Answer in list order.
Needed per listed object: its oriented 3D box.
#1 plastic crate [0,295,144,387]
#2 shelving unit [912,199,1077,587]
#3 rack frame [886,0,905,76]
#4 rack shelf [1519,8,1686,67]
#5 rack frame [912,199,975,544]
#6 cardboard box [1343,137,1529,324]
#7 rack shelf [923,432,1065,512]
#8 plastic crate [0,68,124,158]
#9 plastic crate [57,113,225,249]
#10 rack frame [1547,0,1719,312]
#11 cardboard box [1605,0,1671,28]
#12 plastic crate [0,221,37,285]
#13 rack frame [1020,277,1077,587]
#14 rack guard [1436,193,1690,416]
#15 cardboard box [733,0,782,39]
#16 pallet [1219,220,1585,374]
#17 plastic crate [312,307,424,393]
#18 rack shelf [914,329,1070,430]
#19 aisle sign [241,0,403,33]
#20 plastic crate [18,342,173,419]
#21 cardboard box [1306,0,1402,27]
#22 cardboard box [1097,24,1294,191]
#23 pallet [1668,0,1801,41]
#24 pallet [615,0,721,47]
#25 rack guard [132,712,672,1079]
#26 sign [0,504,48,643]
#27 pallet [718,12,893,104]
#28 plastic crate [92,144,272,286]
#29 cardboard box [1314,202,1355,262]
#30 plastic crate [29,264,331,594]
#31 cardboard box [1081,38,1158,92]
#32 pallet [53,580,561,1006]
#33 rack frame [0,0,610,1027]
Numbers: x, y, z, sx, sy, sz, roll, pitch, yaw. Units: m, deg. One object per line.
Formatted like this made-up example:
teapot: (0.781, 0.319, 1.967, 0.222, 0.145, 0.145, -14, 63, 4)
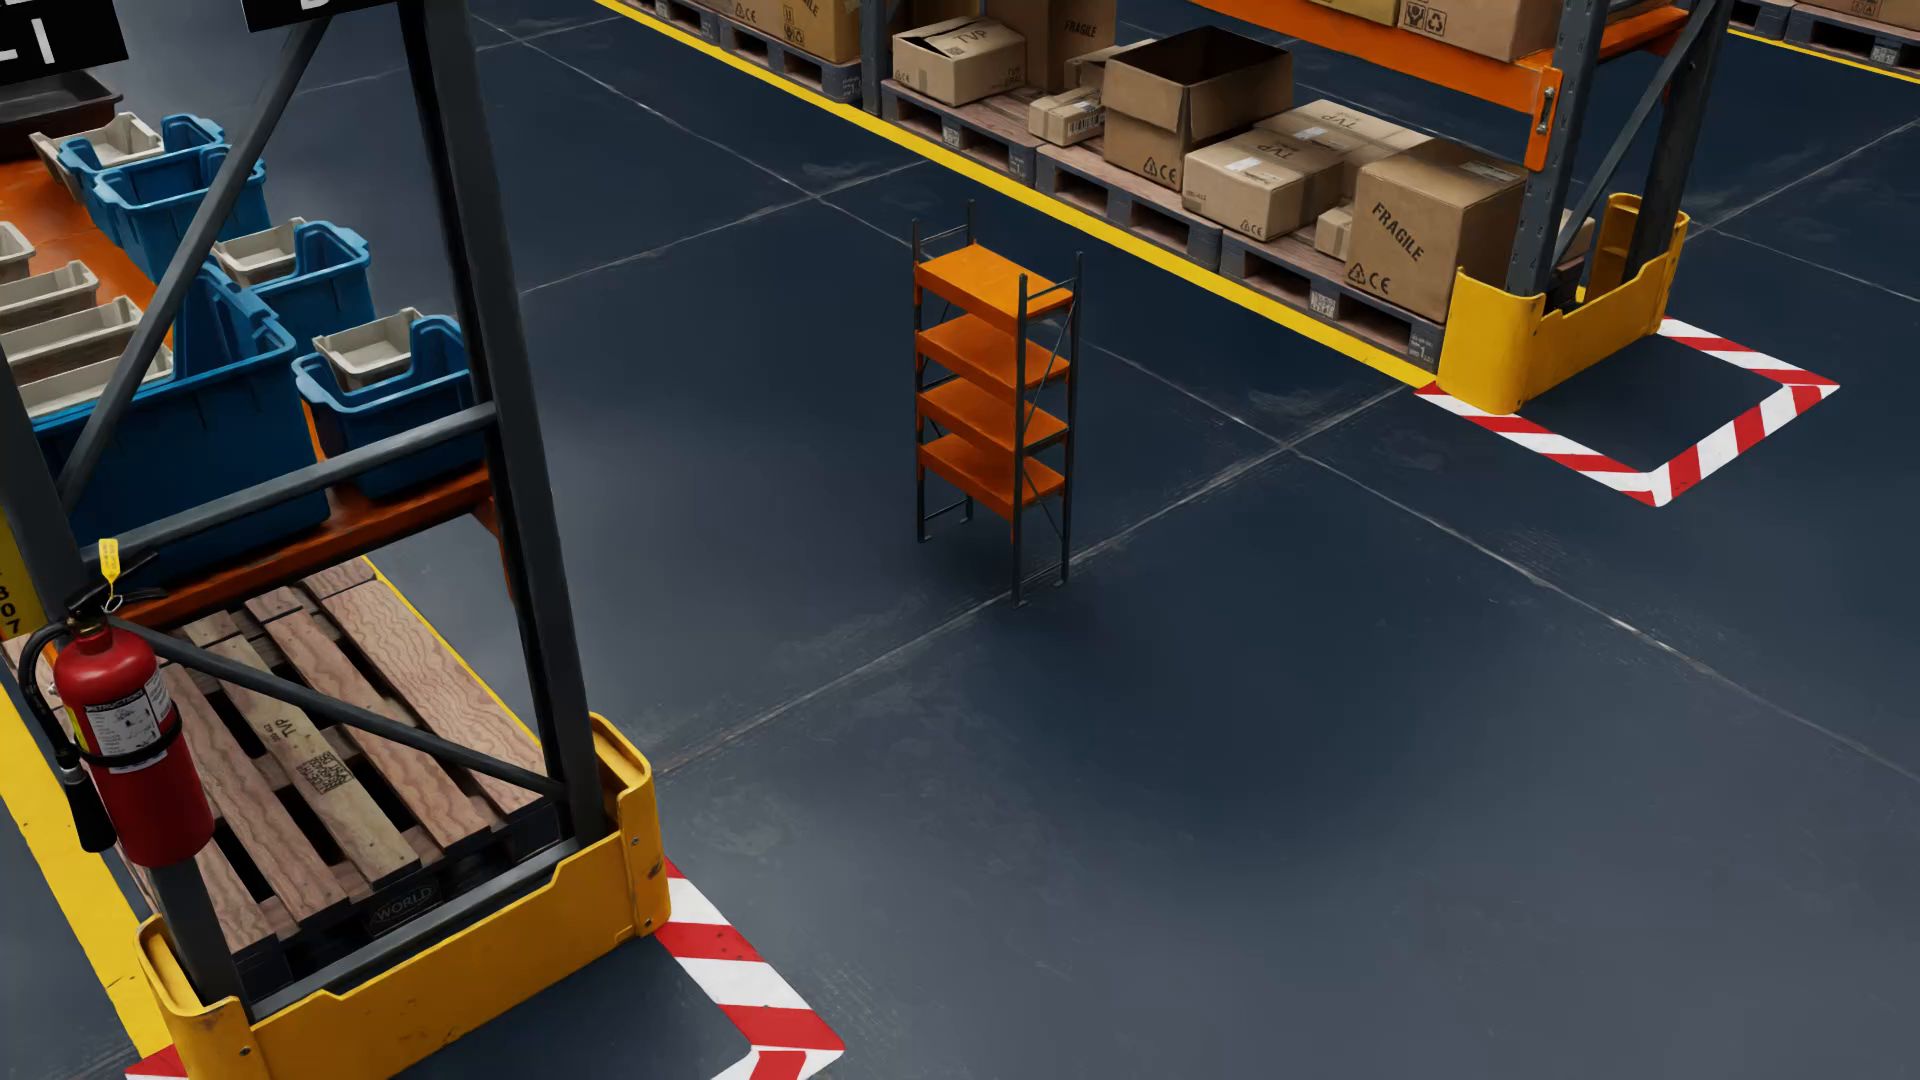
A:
plastic crate: (-2.154, -0.447, 3.962, 0.396, 0.136, 0.243, -26, 43, -32)
shelving unit: (0.105, -0.418, 5.301, 0.258, 1.200, 0.499, -26, 43, -32)
rack frame: (-0.106, -3.717, 8.403, 0.949, 2.616, 0.053, -26, 43, -32)
rack shelf: (1.182, -2.648, 7.285, 0.919, 0.052, 3.809, -26, 43, -32)
rack frame: (-0.051, -0.524, 5.452, 0.240, 1.200, 0.015, -26, 43, -32)
cardboard box: (1.933, -1.257, 6.712, 0.500, 0.500, 0.500, -26, 43, -32)
rack shelf: (0.107, -0.232, 5.431, 0.221, 0.050, 0.457, -26, 43, -32)
plastic crate: (-2.968, -1.388, 5.301, 0.437, 0.125, 0.590, -26, 43, -32)
plastic crate: (-2.265, -1.006, 4.668, 0.416, 0.233, 0.300, -26, 43, -32)
rack frame: (2.475, -1.951, 5.910, 0.949, 2.616, 0.053, -26, 43, -32)
cardboard box: (2.388, -2.285, 6.294, 0.500, 0.500, 0.500, -25, 42, -31)
plastic crate: (-2.558, -0.684, 4.297, 0.298, 0.136, 0.250, -26, 43, -32)
rack frame: (0.264, -0.309, 5.147, 0.228, 1.046, 0.006, -26, 43, -32)
rack guard: (2.423, -0.963, 6.678, 1.175, 0.500, 0.348, -26, 43, -32)
cardboard box: (-0.959, -3.208, 9.466, 0.500, 0.500, 0.500, -26, 43, -32)
pallet: (-25.776, -11.246, 13.843, 28.867, 8.999, 54.027, -26, 43, -32)
plastic crate: (-1.365, -0.425, 3.931, 0.250, 0.136, 0.298, -26, 43, -32)
rack shelf: (0.107, -0.544, 5.210, 0.258, 0.148, 0.480, -26, 43, -32)
aisle sign: (-1.040, -1.244, 2.662, 0.394, 0.787, 0.004, -26, 43, -32)
plastic crate: (-1.978, -0.313, 3.773, 0.396, 0.136, 0.243, -26, 43, -32)
cardboard box: (1.638, -2.315, 6.336, 0.500, 0.500, 0.500, -26, 43, -31)
cardboard box: (1.108, -2.049, 7.827, 0.797, 0.503, 0.637, -26, 43, -32)
pallet: (4.895, -3.523, 10.542, 1.003, 0.211, 1.213, -26, 43, -32)
pallet: (-1.454, -3.462, 10.455, 1.003, 0.211, 1.213, -26, 43, -32)
rack guard: (-1.288, 0.922, 4.016, 1.175, 0.500, 0.348, -26, 43, -32)
sign: (-1.724, 0.042, 2.955, 0.100, 0.325, 0.005, -26, 43, -32)
pallet: (-0.663, -2.923, 9.694, 1.003, 0.211, 1.213, -26, 43, -32)
plastic crate: (-2.071, -0.873, 4.481, 0.416, 0.233, 0.300, -26, 43, -32)
cardboard box: (1.741, -1.334, 7.109, 0.380, 0.166, 0.250, -26, 43, -32)
plastic crate: (-1.673, -0.221, 3.384, 0.616, 0.435, 0.499, -26, 43, -32)
cardboard box: (0.960, -2.321, 8.378, 0.500, 0.311, 0.500, -26, 43, -32)
pallet: (-1.816, 0.655, 4.642, 1.003, 0.211, 1.213, -26, 43, -32)
rack frame: (-1.314, -0.104, 3.302, 1.000, 3.000, 0.127, -26, 43, -32)
